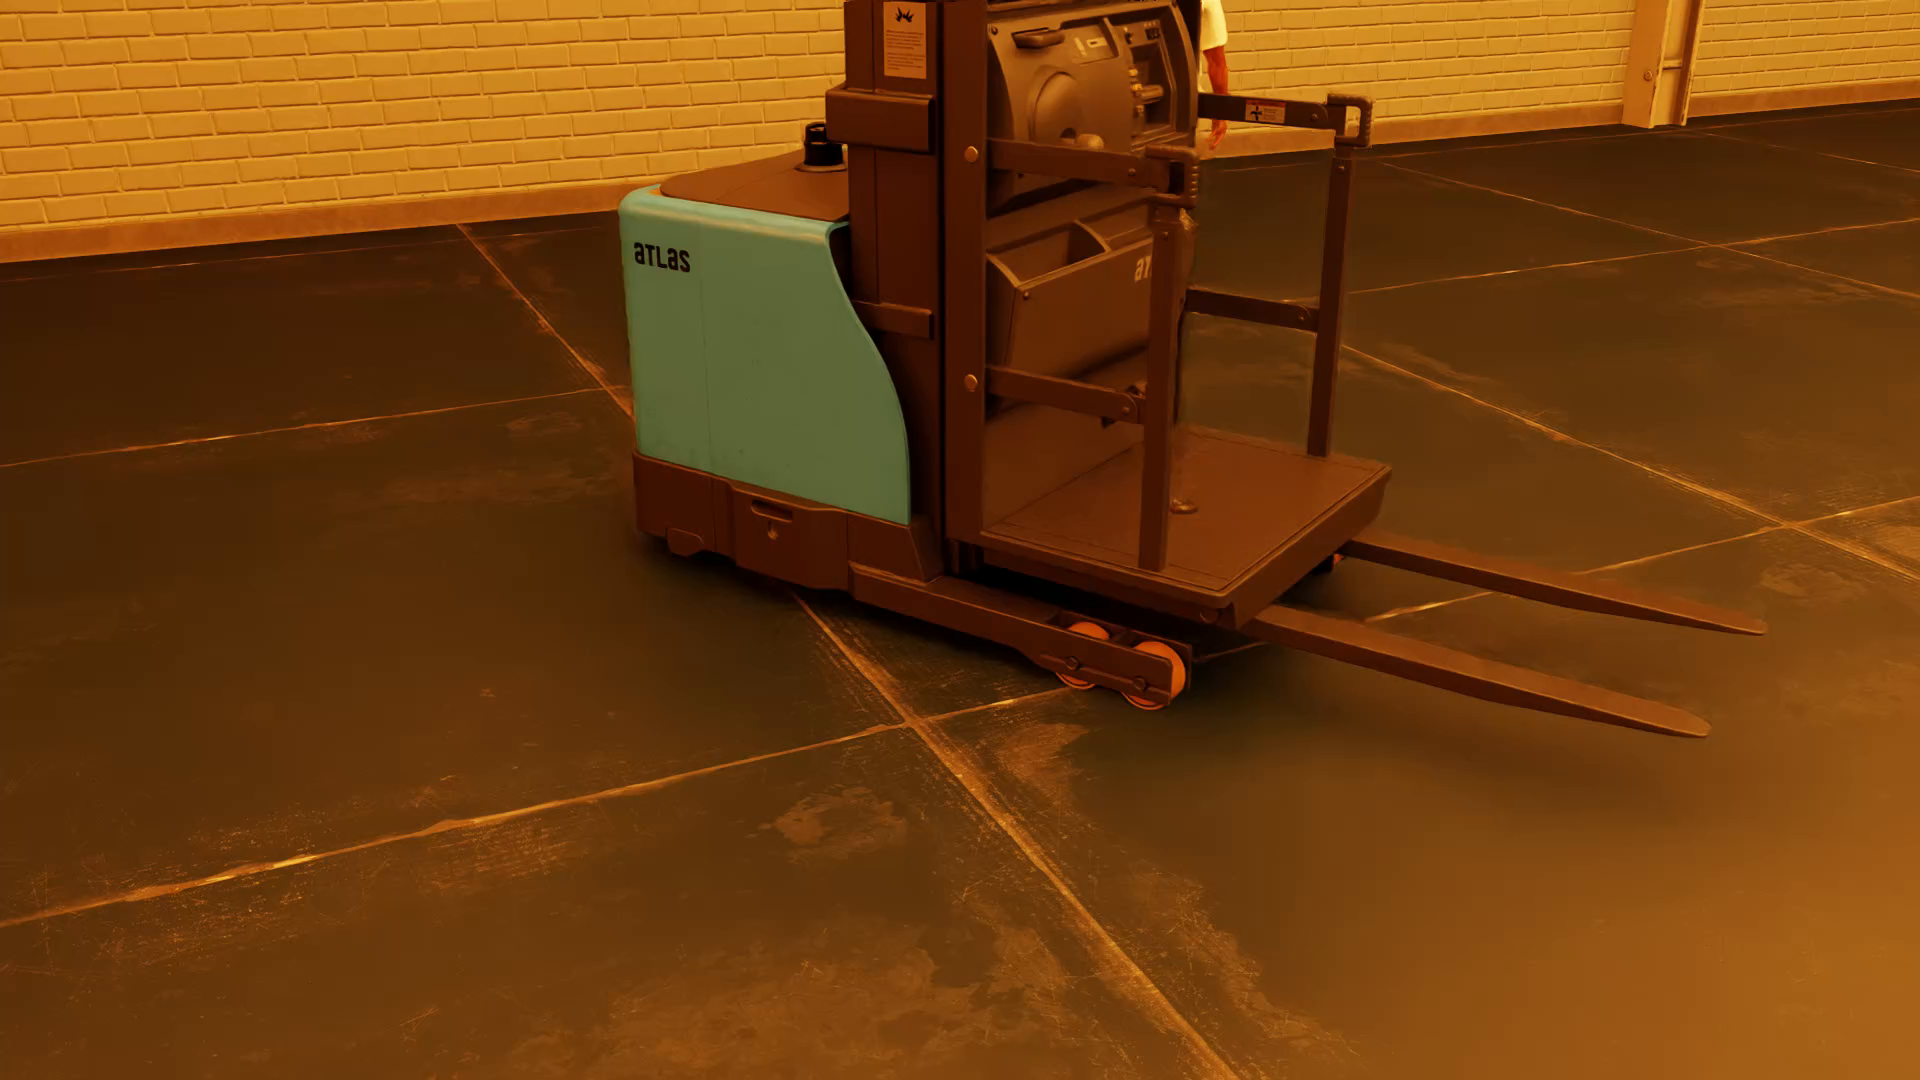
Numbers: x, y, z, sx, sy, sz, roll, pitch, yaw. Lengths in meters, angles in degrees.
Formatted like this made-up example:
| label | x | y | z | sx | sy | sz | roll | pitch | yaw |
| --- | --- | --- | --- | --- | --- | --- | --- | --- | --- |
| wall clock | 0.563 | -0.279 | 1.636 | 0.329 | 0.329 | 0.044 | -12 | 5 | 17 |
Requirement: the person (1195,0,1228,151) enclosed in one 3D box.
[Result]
| label | x | y | z | sx | sy | sz | roll | pitch | yaw |
| --- | --- | --- | --- | --- | --- | --- | --- | --- | --- |
| person | 0.902 | -2.005 | 7.685 | 0.687 | 1.765 | 0.483 | 6 | 23 | 15 |

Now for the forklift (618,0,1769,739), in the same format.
| label | x | y | z | sx | sy | sz | roll | pitch | yaw |
| --- | --- | --- | --- | --- | --- | --- | --- | --- | --- |
| forklift | 0.525 | -1.166 | 4.093 | 3.031 | 2.935 | 1.130 | 15 | 27 | 32 |
